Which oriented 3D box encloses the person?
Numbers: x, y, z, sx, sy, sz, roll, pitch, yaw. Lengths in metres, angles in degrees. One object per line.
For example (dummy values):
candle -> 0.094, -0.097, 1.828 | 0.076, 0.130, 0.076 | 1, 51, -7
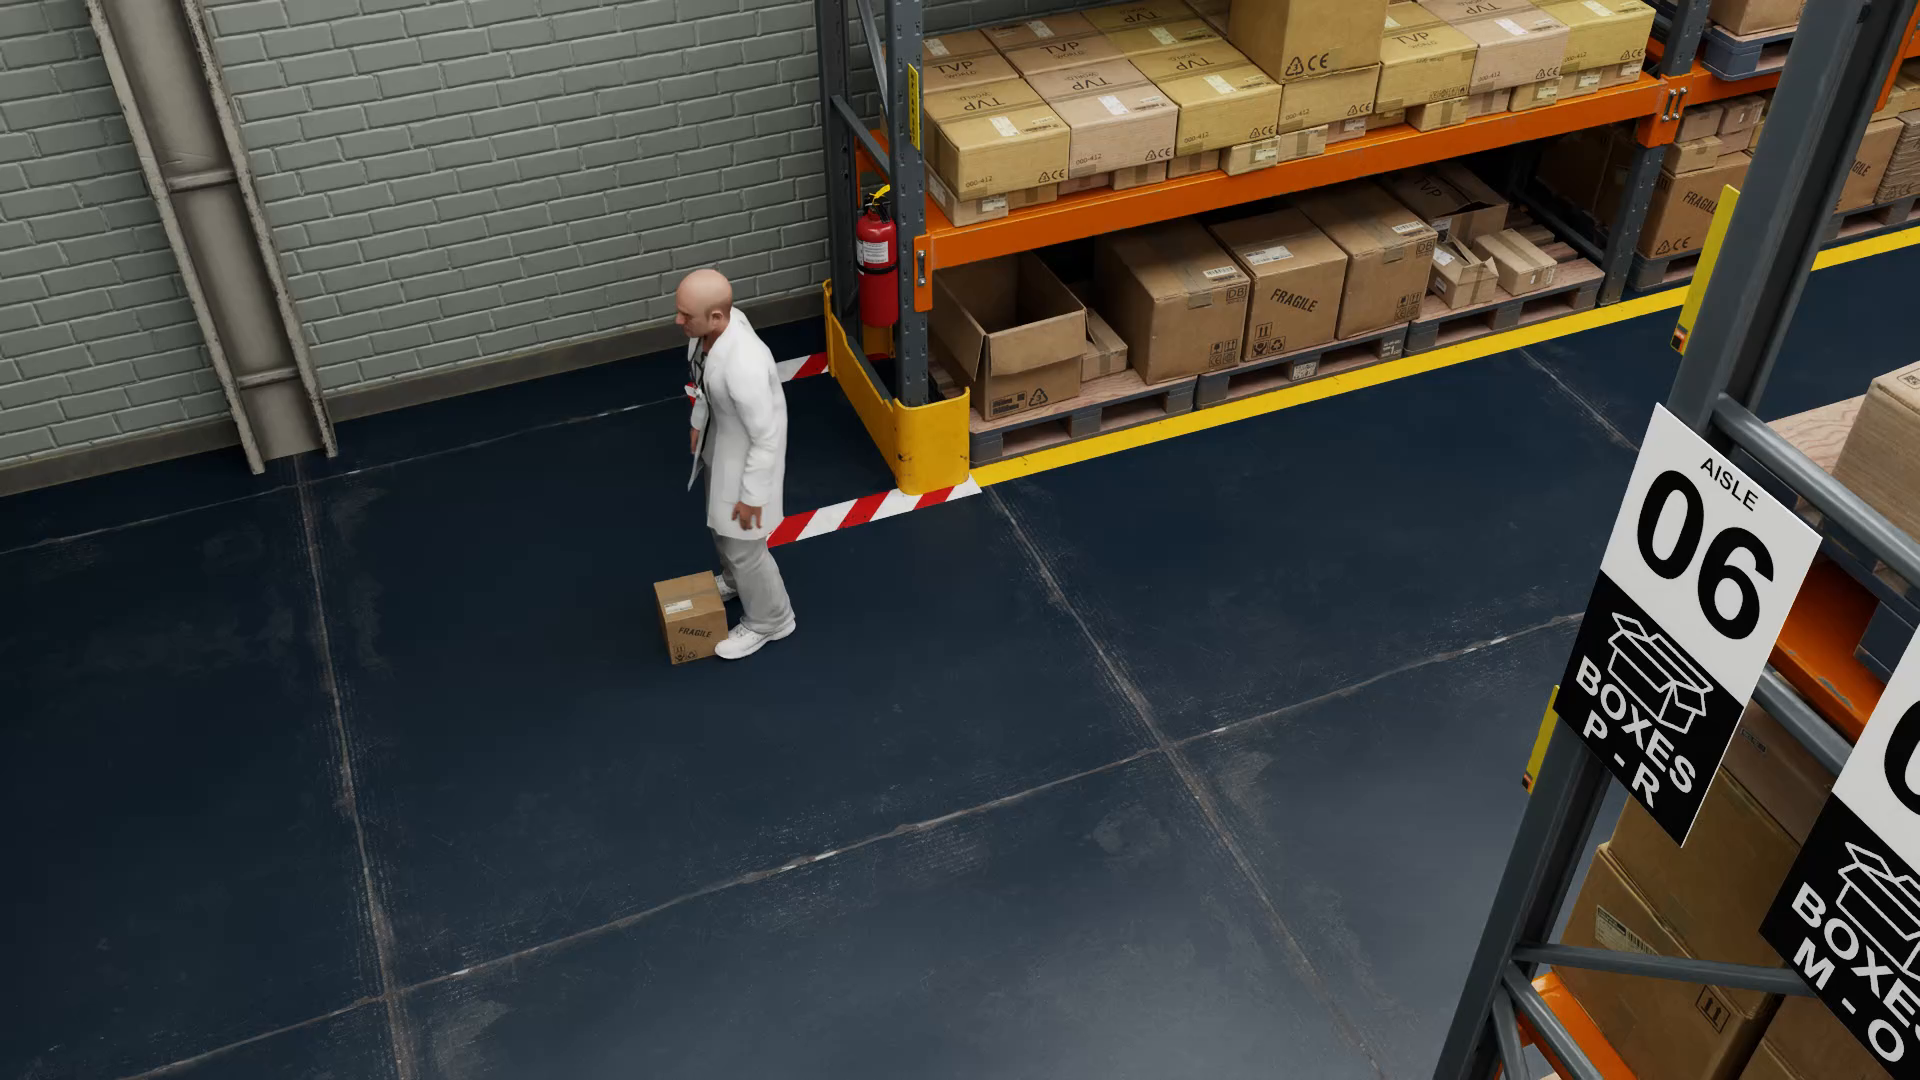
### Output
person -> -0.886, -0.307, 6.520 | 0.421, 1.774, 0.654 | -17, 44, -19
